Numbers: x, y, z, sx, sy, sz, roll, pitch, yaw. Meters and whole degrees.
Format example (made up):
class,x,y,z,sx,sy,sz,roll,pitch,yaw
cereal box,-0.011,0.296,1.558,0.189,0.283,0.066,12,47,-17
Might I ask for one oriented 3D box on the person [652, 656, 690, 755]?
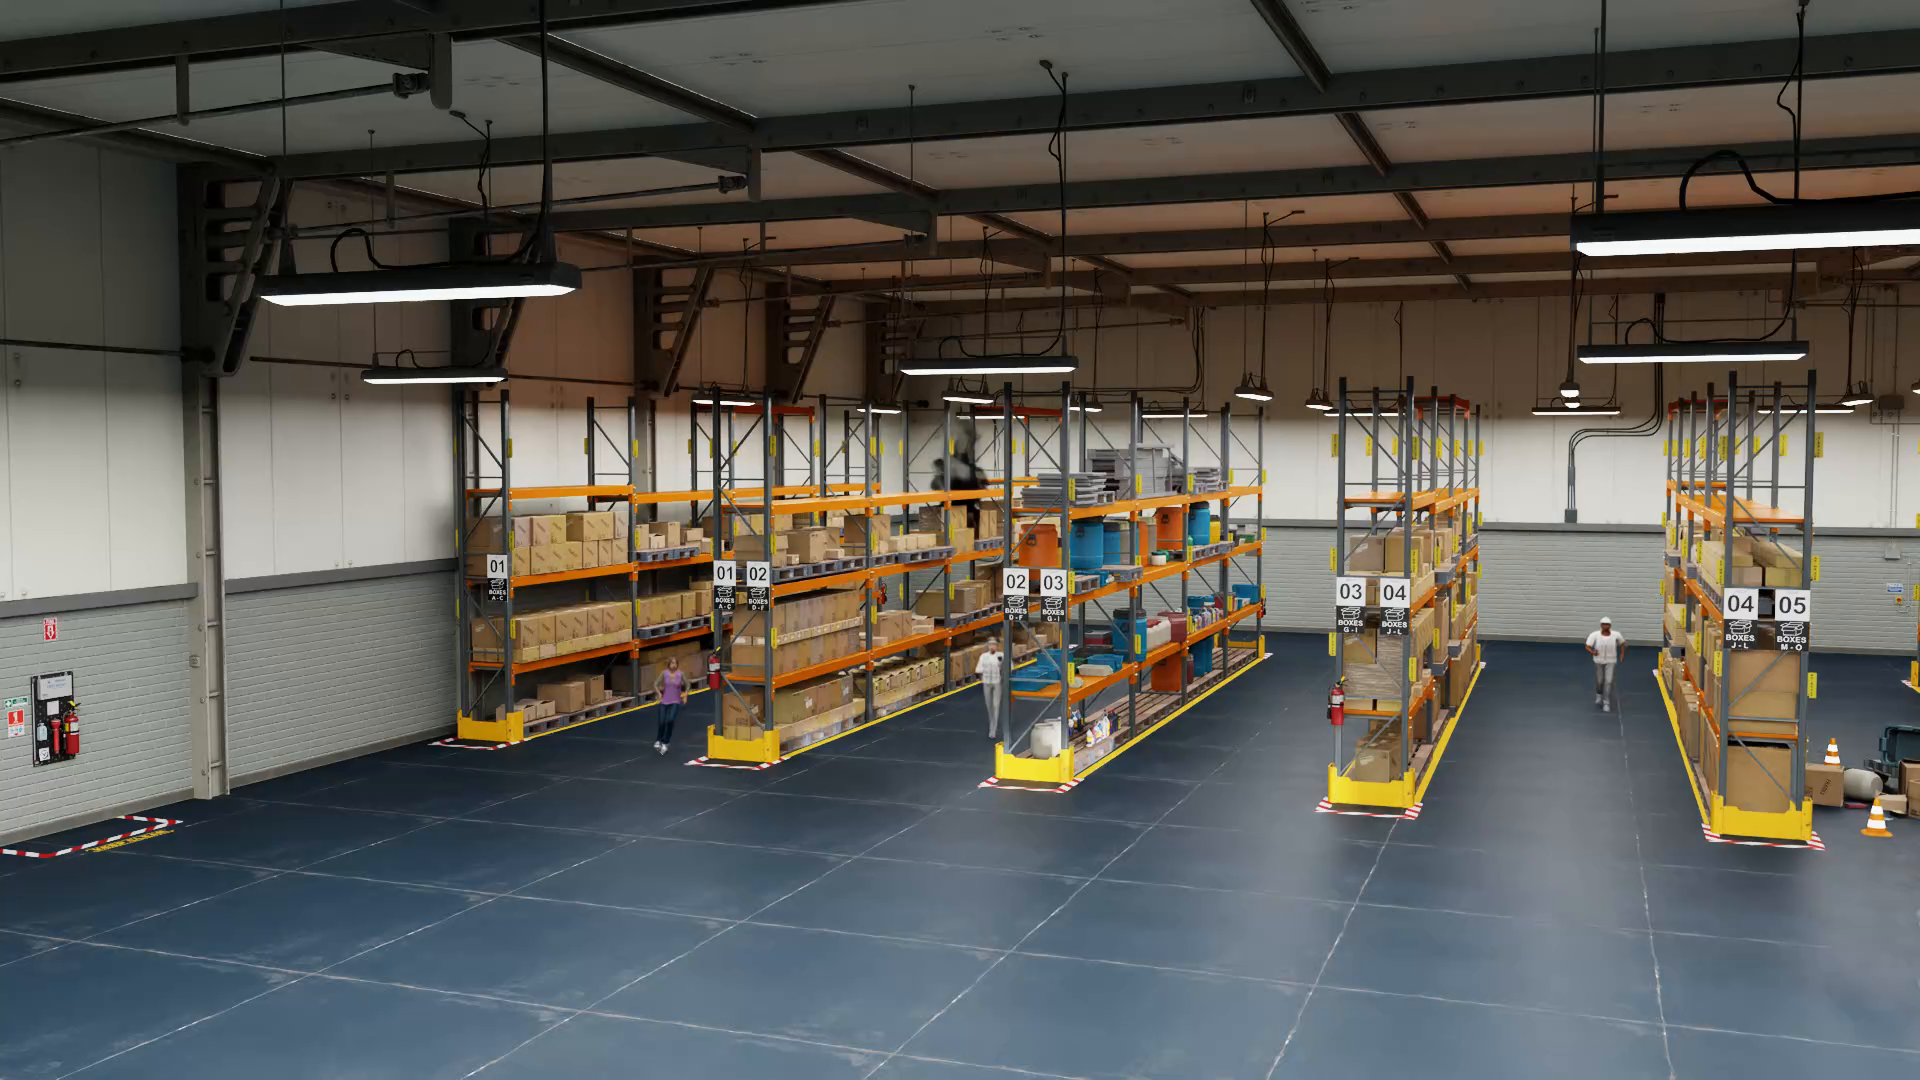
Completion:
class,x,y,z,sx,sy,sz,roll,pitch,yaw
person,-4.768,2.712,27.424,0.602,1.594,0.620,0,3,-3

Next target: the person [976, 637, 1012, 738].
class,x,y,z,sx,sy,sz,roll,pitch,yaw
person,0.570,2.532,28.971,0.605,1.703,0.833,1,3,13

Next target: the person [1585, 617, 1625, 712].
class,x,y,z,sx,sy,sz,roll,pitch,yaw
person,12.376,2.359,31.902,0.724,1.779,0.866,1,3,20
